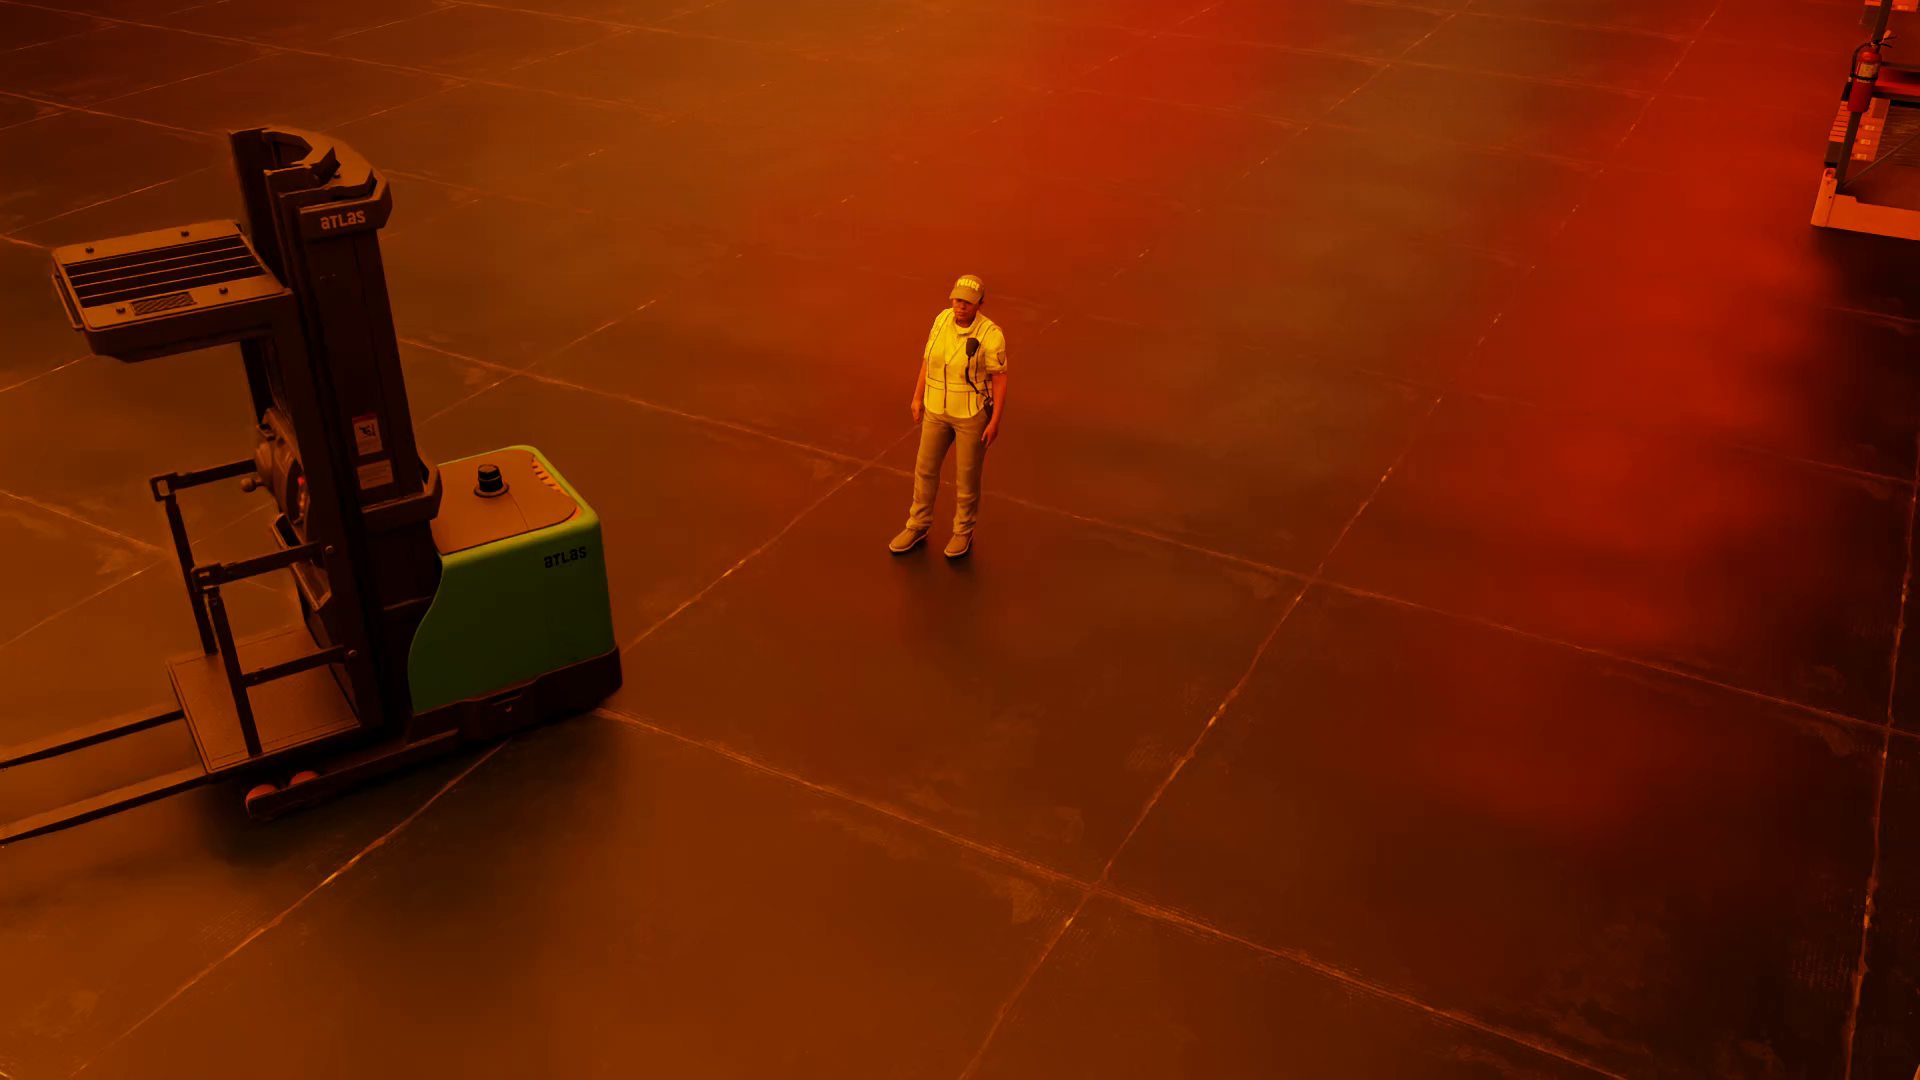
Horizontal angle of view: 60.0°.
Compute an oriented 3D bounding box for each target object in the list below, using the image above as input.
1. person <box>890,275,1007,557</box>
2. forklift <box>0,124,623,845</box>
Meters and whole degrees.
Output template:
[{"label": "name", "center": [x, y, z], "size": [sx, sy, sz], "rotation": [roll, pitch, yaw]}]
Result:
[{"label": "person", "center": [-0.057, -0.700, 9.534], "size": [0.599, 1.670, 0.529], "rotation": [15, 33, 25]}, {"label": "forklift", "center": [-3.260, -0.264, 7.528], "size": [3.031, 2.935, 1.130], "rotation": [-18, 34, -28]}]
